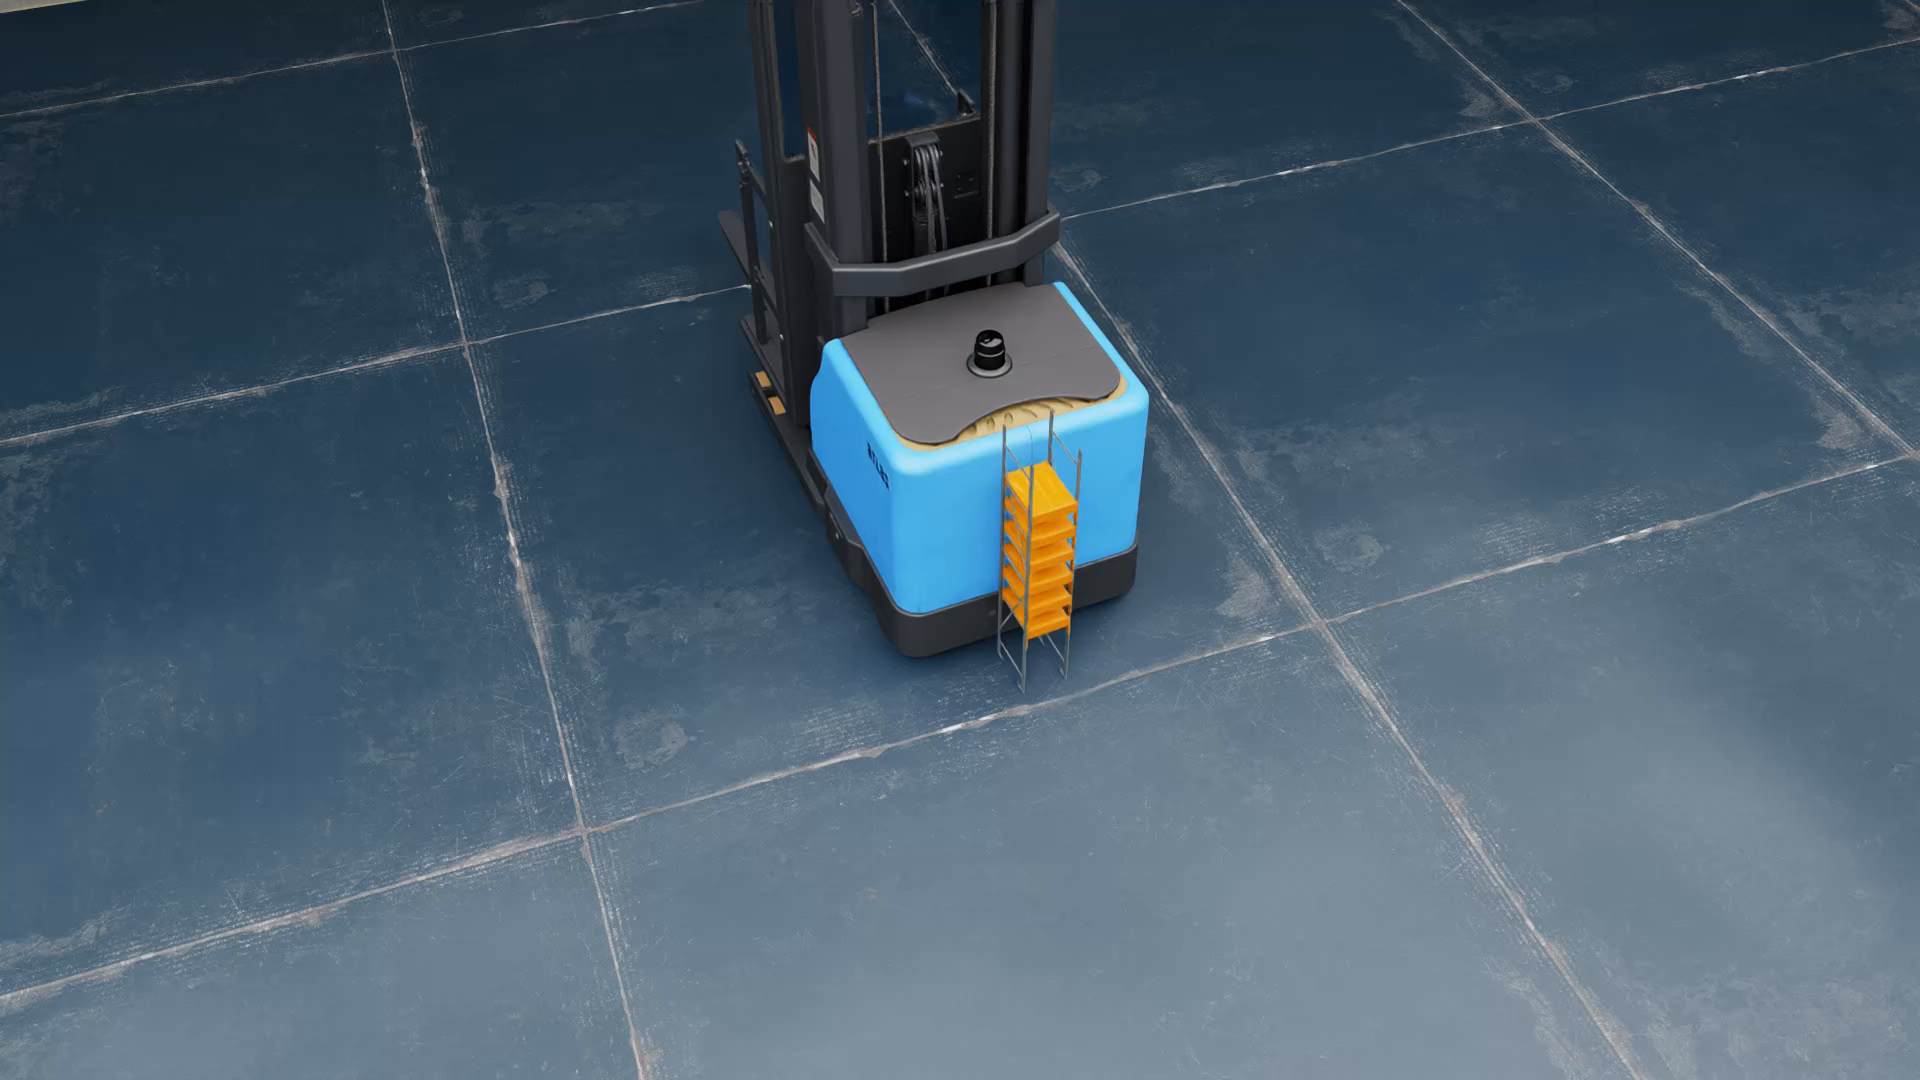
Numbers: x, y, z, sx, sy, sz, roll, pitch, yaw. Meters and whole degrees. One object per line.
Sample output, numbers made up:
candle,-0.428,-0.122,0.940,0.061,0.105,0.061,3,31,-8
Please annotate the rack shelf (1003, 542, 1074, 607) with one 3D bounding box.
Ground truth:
rack shelf,0.283,0.103,6.173,0.180,0.103,0.258,-18,48,-17

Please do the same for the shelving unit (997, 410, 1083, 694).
shelving unit,0.283,0.071,6.141,0.189,1.200,0.258,-18,48,-17

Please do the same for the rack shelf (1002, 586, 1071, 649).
rack shelf,0.283,0.272,6.343,0.180,0.103,0.258,-18,48,-17

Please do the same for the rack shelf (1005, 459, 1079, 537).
rack shelf,0.283,-0.152,5.918,0.180,0.103,0.258,-18,48,-17

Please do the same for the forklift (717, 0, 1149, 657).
forklift,-0.325,-1.634,6.618,1.130,2.935,3.031,-17,47,-16

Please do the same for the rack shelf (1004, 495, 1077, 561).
rack shelf,0.283,-0.067,6.003,0.180,0.103,0.258,-18,48,-17

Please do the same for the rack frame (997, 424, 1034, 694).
rack frame,0.199,0.098,6.115,0.006,1.200,0.240,-18,48,-17

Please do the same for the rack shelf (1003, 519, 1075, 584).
rack shelf,0.283,0.018,6.088,0.180,0.103,0.258,-18,48,-17

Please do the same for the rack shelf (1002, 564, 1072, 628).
rack shelf,0.283,0.187,6.258,0.180,0.103,0.258,-18,48,-17

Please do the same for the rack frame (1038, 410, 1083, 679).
rack frame,0.366,0.045,6.168,0.006,1.200,0.240,-18,48,-17
